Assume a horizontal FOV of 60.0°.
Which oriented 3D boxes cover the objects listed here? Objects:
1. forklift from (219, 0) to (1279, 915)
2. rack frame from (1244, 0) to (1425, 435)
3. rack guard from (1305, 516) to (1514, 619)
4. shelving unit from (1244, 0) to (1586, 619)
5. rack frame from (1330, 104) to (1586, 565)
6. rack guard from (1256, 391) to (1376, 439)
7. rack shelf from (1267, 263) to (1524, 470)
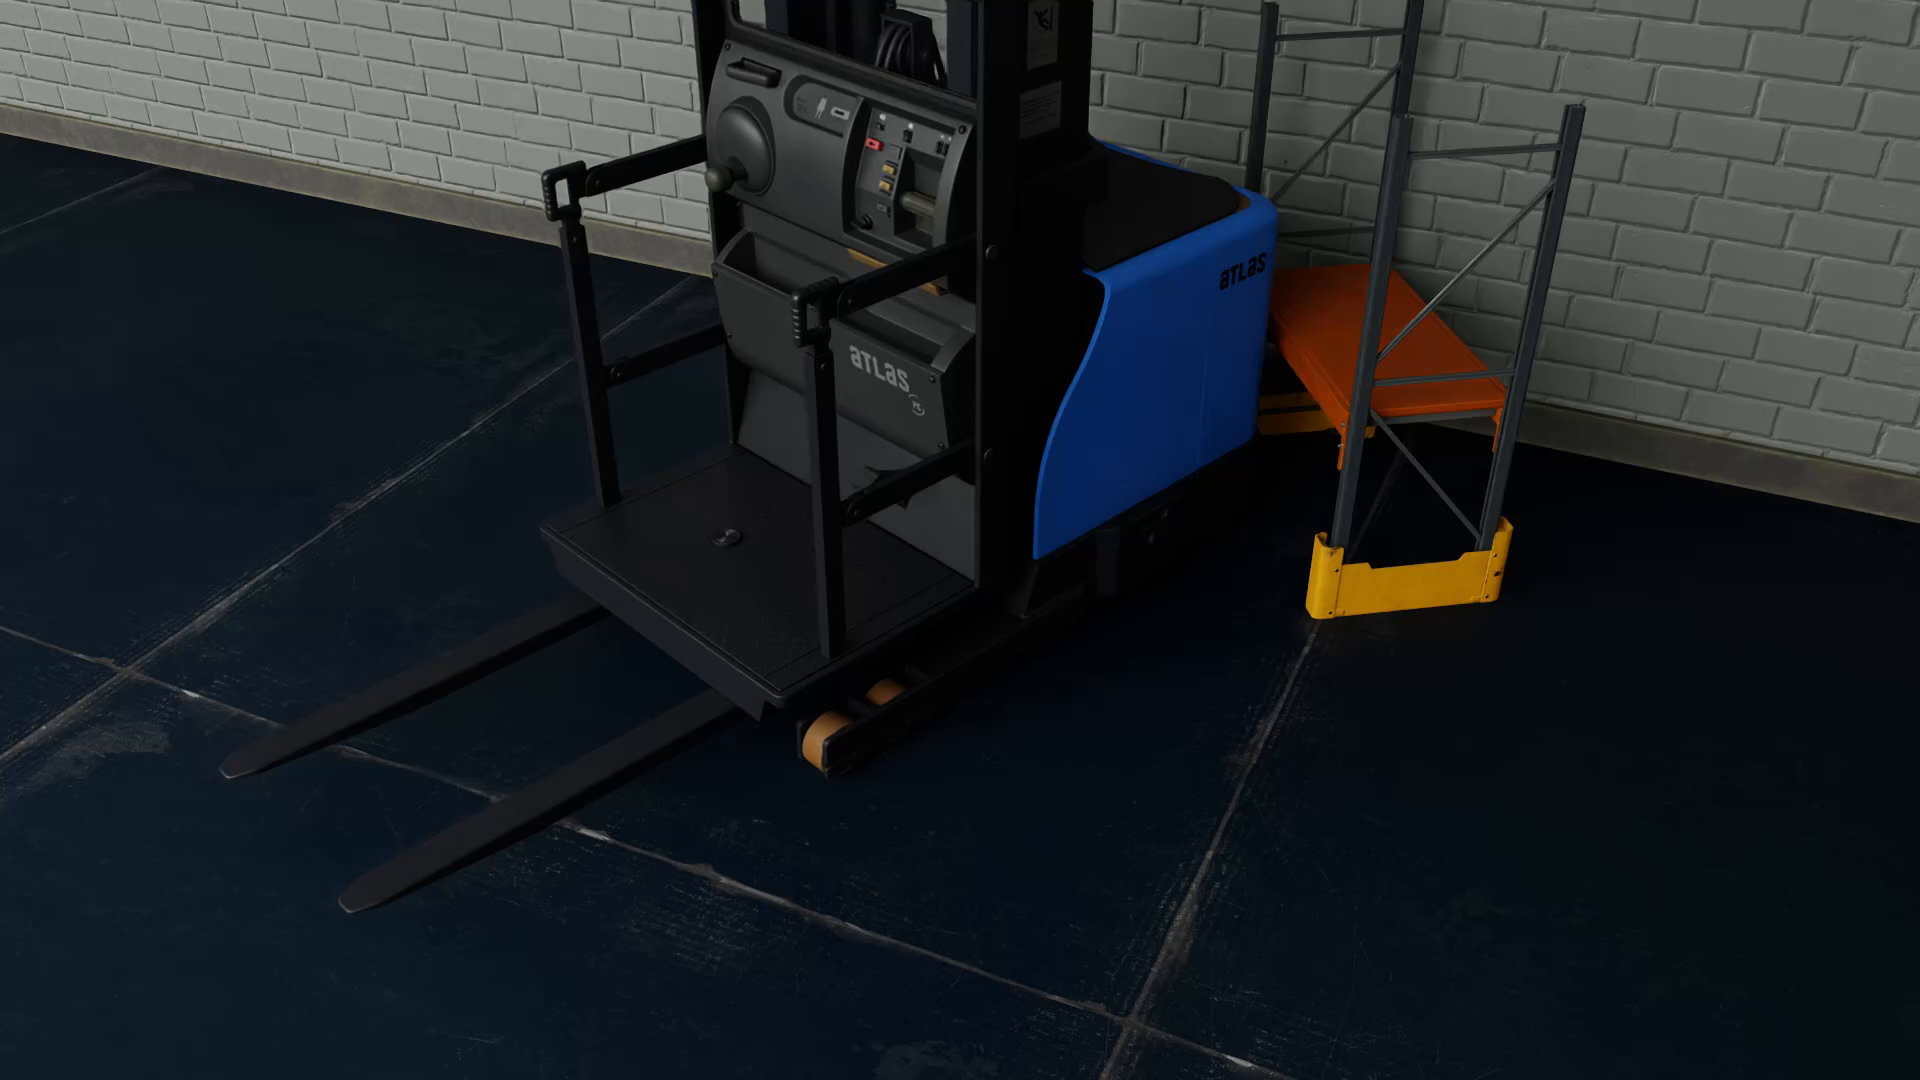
[{"bbox_3d":[-0.469,-0.937,4.006,3.031,2.935,1.130,-28,42,-36],"label":"forklift"},{"bbox_3d":[1.151,-0.991,5.393,0.500,1.500,0.032,-5,34,-8],"label":"rack frame"},{"bbox_3d":[1.321,0.081,4.899,0.587,0.250,0.087,-5,34,-8],"label":"rack guard"},{"bbox_3d":[1.238,-0.711,4.967,0.587,1.500,1.083,-5,34,-8],"label":"shelving unit"},{"bbox_3d":[1.321,-0.441,4.555,0.500,1.500,0.032,-5,34,-8],"label":"rack frame"},{"bbox_3d":[1.154,-0.458,5.720,0.587,0.250,0.087,-5,34,-8],"label":"rack guard"},{"bbox_3d":[1.236,-0.566,5.073,0.538,0.185,1.000,-5,34,-8],"label":"rack shelf"}]
